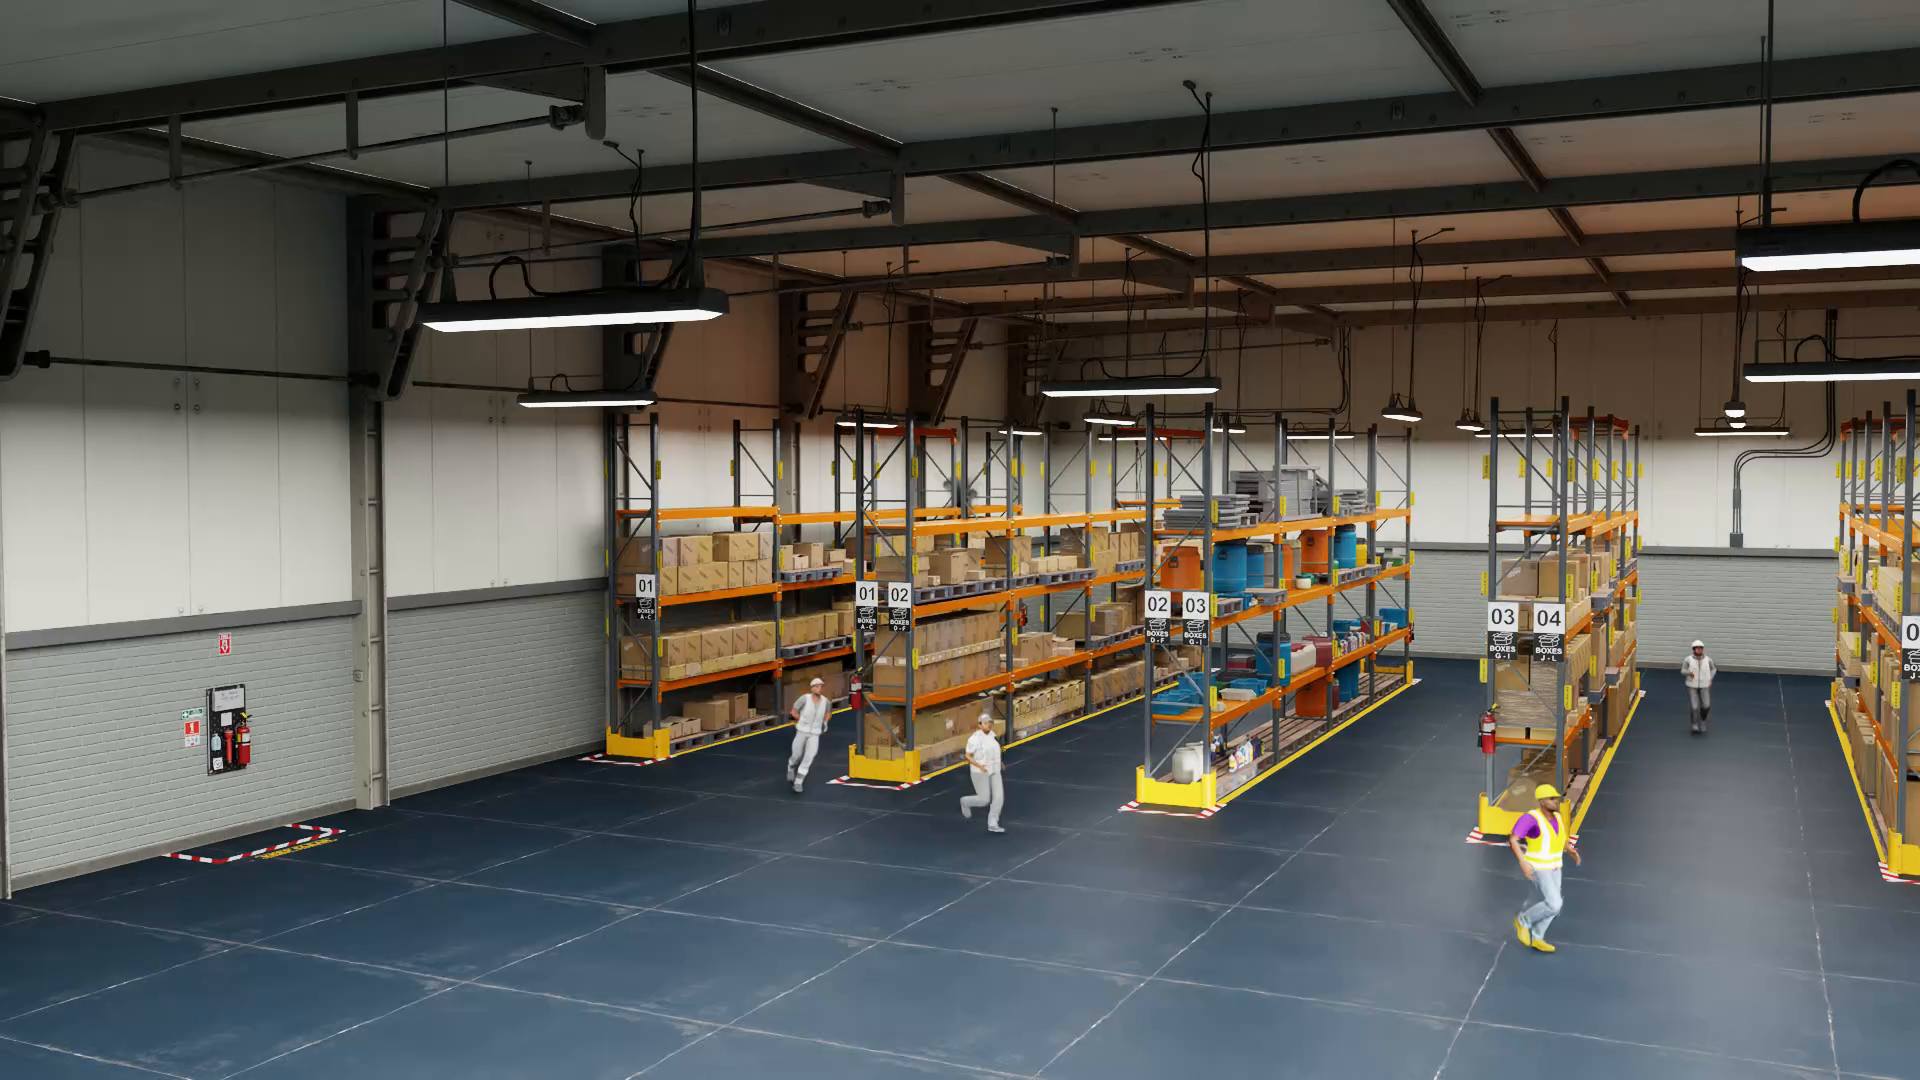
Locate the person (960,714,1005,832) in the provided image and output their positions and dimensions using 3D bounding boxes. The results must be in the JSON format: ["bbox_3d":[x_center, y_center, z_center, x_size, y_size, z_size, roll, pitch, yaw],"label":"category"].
[{"bbox_3d":[0.382,3.227,23.086,0.621,1.624,0.711,-2,3,-39],"label":"person"}]

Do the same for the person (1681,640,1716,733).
[{"bbox_3d":[14.054,2.781,31.619,0.644,1.728,0.631,1,3,18],"label":"person"}]

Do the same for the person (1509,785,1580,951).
[{"bbox_3d":[6.104,3.405,17.295,0.710,1.730,0.573,-2,3,-36],"label":"person"}]

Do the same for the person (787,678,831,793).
[{"bbox_3d":[-2.343,3.032,26.161,0.683,1.739,0.933,-1,2,-15],"label":"person"}]
